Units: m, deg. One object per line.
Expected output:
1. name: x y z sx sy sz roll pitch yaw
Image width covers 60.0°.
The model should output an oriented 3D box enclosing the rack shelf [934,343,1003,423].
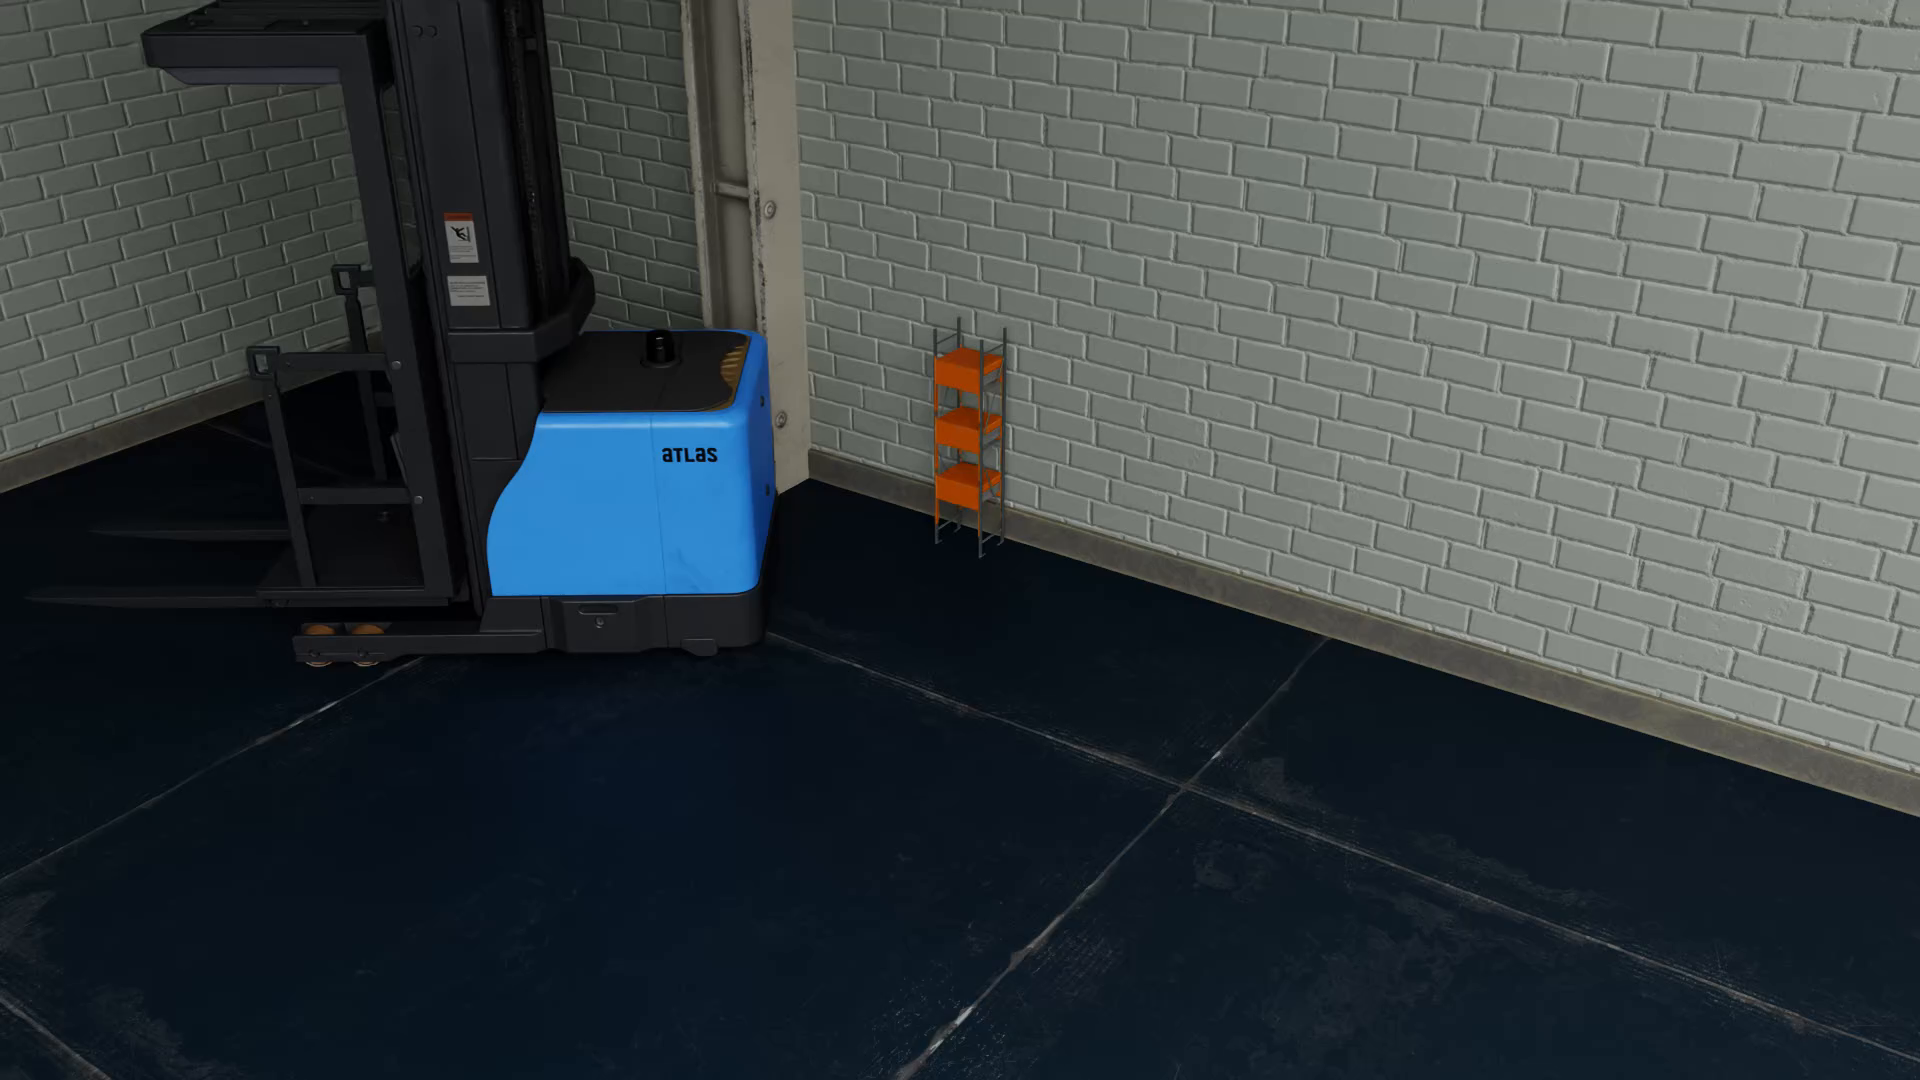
1. rack shelf: 0.044 -0.698 7.361 0.240 0.259 0.215 17 32 30

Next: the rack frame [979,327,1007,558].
1. rack frame: 0.145 -0.423 7.423 0.008 1.050 0.200 17 32 30

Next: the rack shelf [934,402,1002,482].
1. rack shelf: 0.044 -0.445 7.490 0.240 0.259 0.215 17 32 30

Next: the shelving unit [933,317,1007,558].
1. shelving unit: 0.044 -0.454 7.485 0.252 1.050 0.215 17 32 30

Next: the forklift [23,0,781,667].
1. forklift: -2.325 -1.035 6.551 3.031 2.935 1.130 0 27 -1

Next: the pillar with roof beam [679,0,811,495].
1. pillar with roof beam: -3.427 -2.721 3.175 0.400 9.000 9.100 17 32 30

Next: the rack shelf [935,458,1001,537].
1. rack shelf: 0.044 -0.197 7.616 0.240 0.259 0.215 17 32 30

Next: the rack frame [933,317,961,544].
1. rack frame: -0.056 -0.485 7.546 0.008 1.050 0.200 17 32 30
